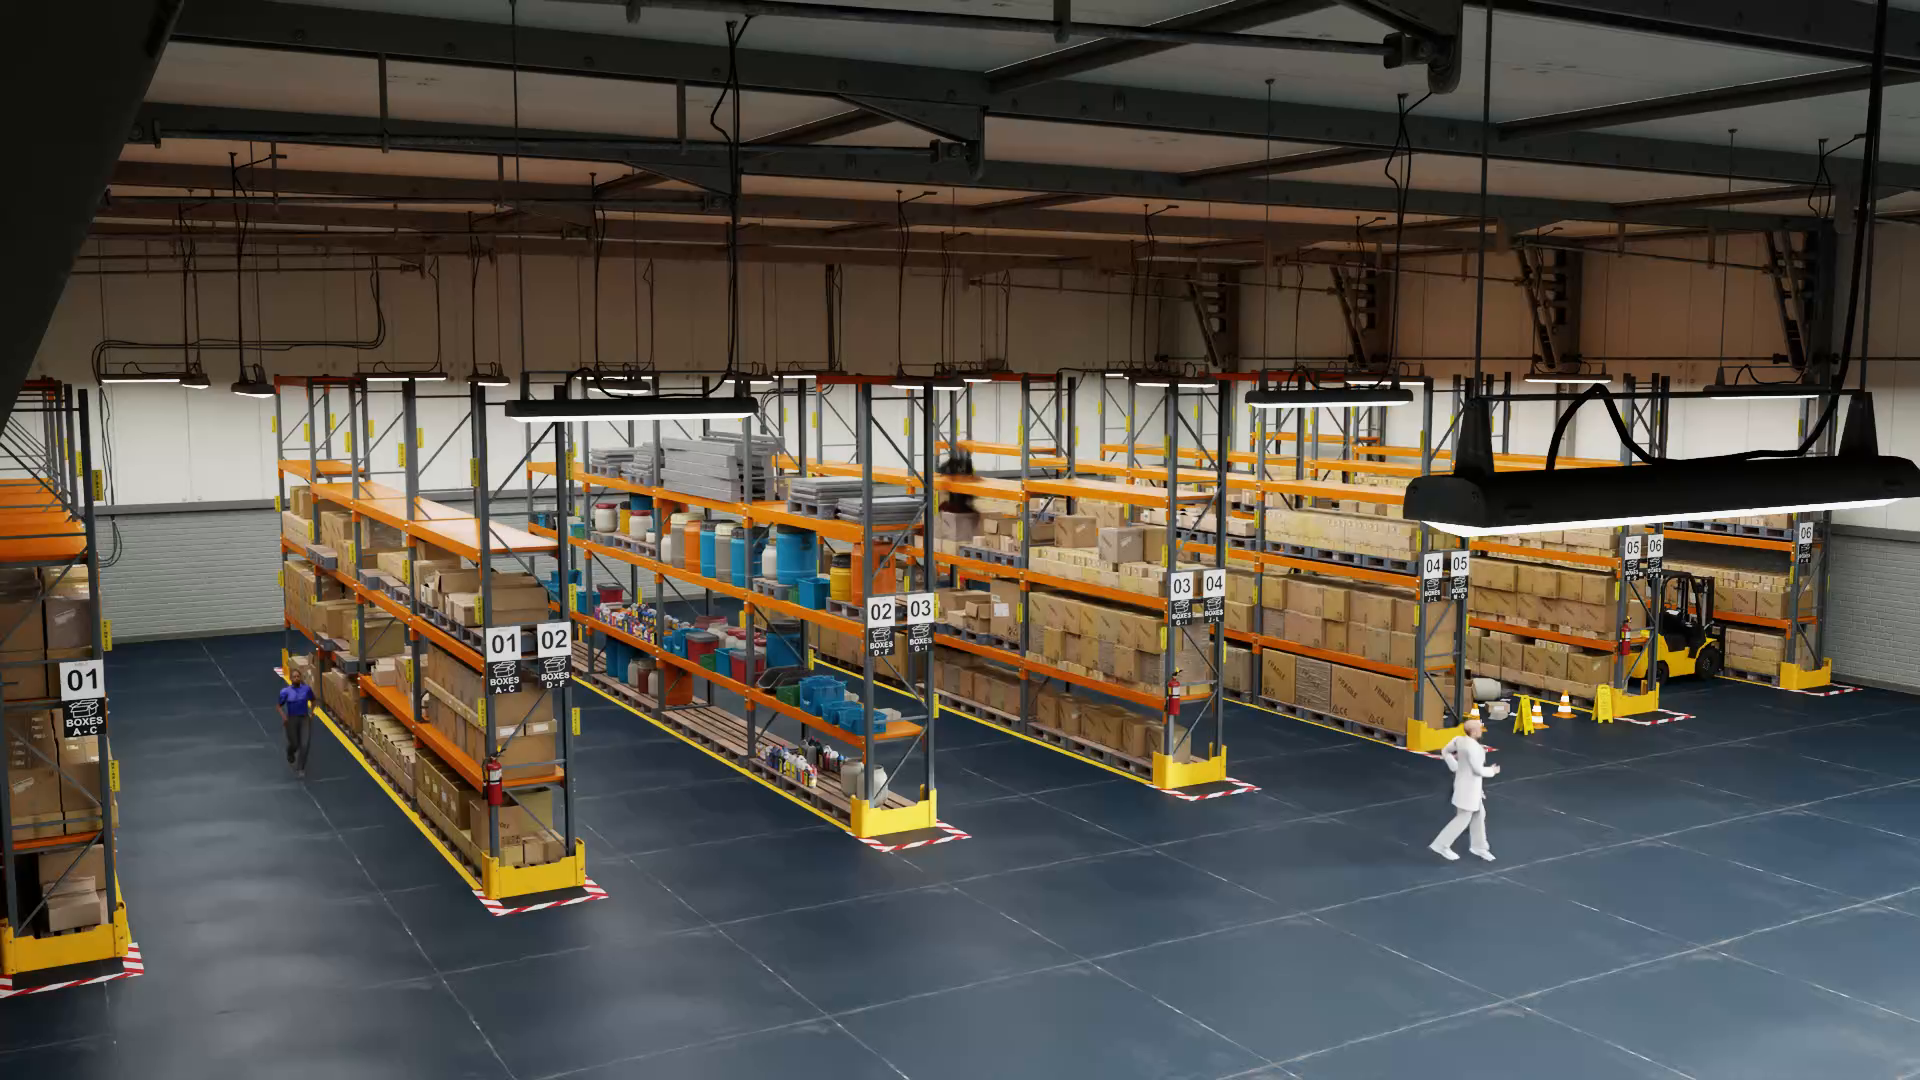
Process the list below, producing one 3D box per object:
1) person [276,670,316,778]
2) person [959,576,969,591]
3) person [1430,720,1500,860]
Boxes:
[{"bbox_3d":[-10.091,2.774,25.343,0.584,1.628,0.668,-4,7,-32],"label":"person"},{"bbox_3d":[0.022,1.618,35.191,0.657,1.740,0.673,-5,8,-39],"label":"person"},{"bbox_3d":[6.355,3.164,20.916,0.887,1.845,0.736,0,6,0],"label":"person"}]
